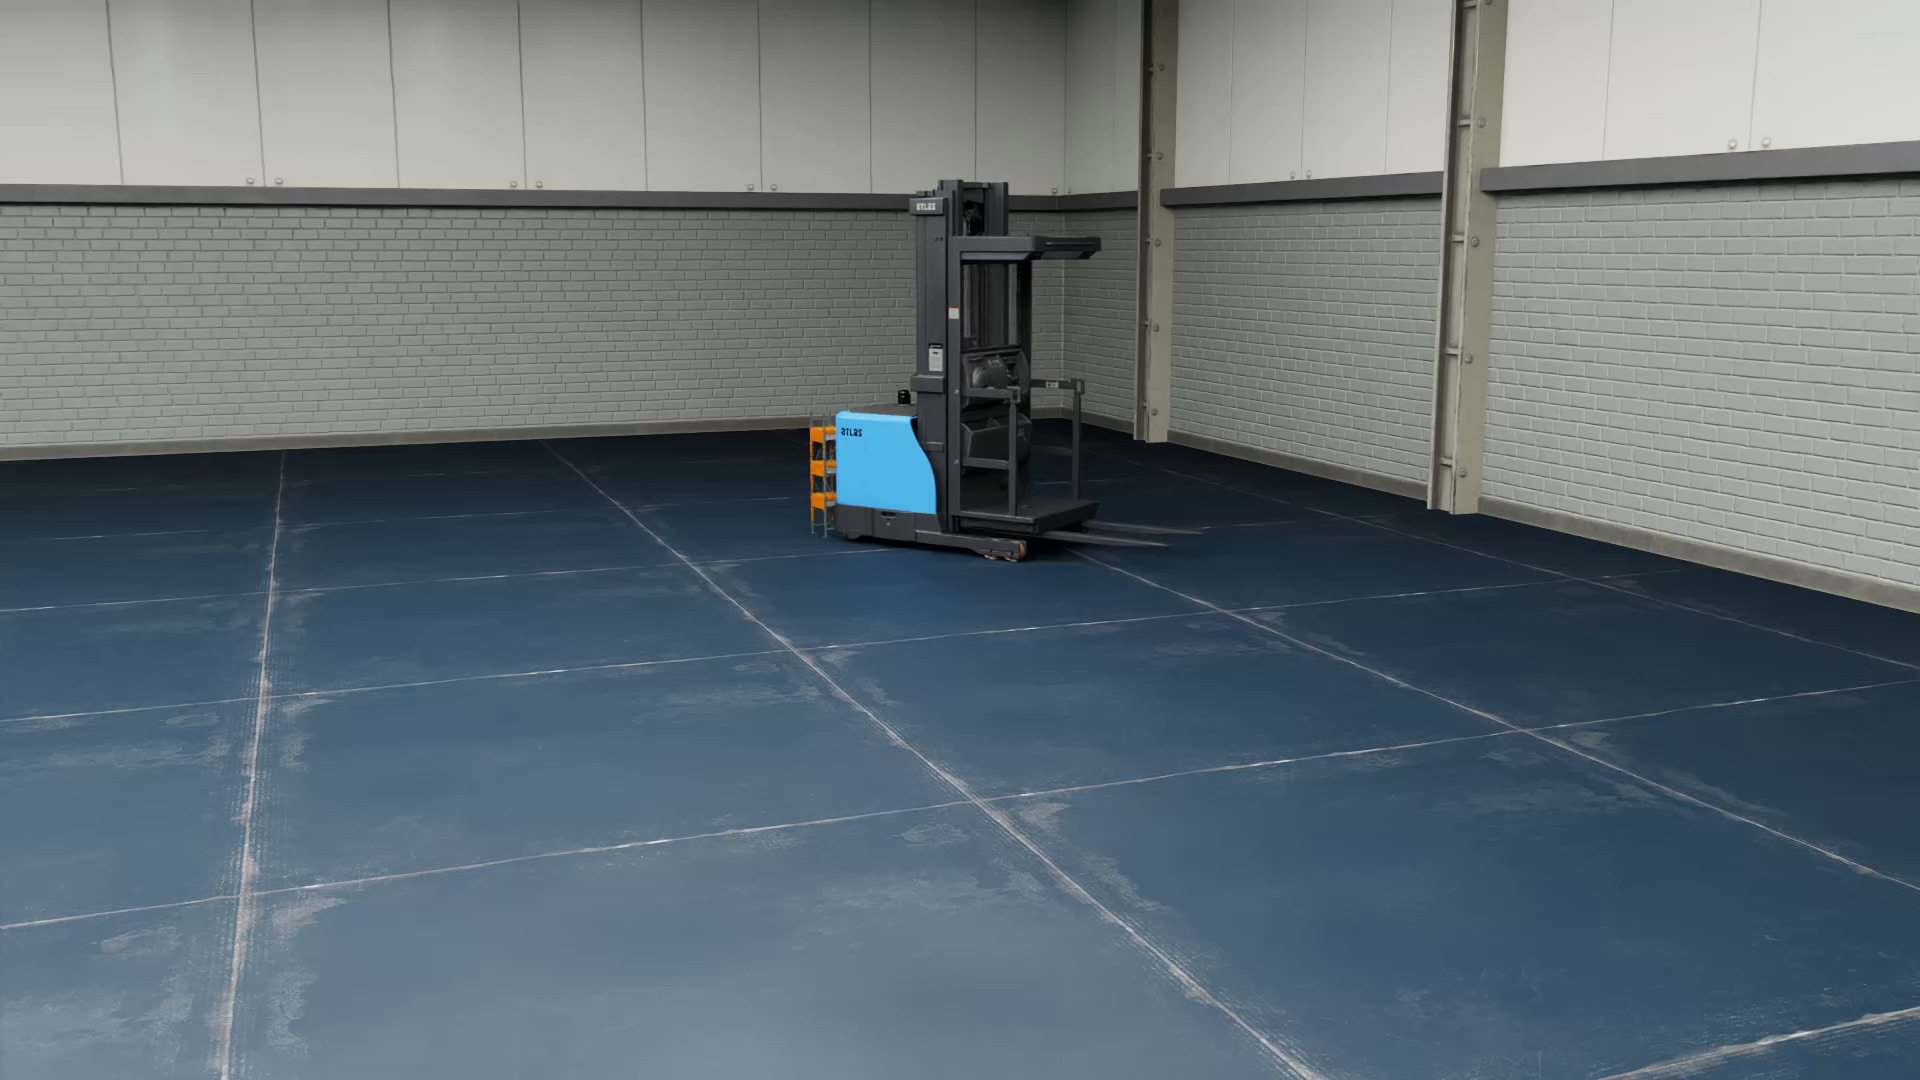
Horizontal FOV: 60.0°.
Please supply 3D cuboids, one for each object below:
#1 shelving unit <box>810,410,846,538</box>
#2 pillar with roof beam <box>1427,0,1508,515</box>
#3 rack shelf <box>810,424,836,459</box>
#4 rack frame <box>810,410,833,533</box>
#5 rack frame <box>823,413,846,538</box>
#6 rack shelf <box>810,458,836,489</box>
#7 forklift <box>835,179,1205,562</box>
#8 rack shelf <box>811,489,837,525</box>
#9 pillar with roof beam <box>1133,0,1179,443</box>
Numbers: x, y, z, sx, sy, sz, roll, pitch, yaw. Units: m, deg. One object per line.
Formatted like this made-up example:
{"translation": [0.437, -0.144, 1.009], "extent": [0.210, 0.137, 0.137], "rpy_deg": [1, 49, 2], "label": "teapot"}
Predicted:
{"translation": [-1.119, -0.564, 14.093], "extent": [0.215, 1.050, 0.252], "rpy_deg": [-6, 12, -32], "label": "shelving unit"}
{"translation": [0.574, -4.431, 13.137], "extent": [9.100, 9.000, 0.400], "rpy_deg": [-4, 11, -21], "label": "pillar with roof beam"}
{"translation": [-1.119, -0.833, 14.045], "extent": [0.215, 0.259, 0.240], "rpy_deg": [-6, 12, -32], "label": "rack shelf"}
{"translation": [-1.184, -0.582, 14.194], "extent": [0.200, 1.050, 0.008], "rpy_deg": [-6, 12, -32], "label": "rack frame"}
{"translation": [-1.054, -0.546, 13.991], "extent": [0.200, 1.050, 0.008], "rpy_deg": [-6, 12, -32], "label": "rack frame"}
{"translation": [-1.119, -0.554, 14.095], "extent": [0.215, 0.259, 0.240], "rpy_deg": [-6, 12, -32], "label": "rack shelf"}
{"translation": [0.464, -1.375, 13.282], "extent": [3.031, 2.935, 1.130], "rpy_deg": [7, 12, 33], "label": "forklift"}
{"translation": [-1.119, -0.280, 14.143], "extent": [0.215, 0.259, 0.240], "rpy_deg": [-6, 12, -32], "label": "rack shelf"}
{"translation": [-1.600, -5.411, 18.643], "extent": [9.100, 9.000, 0.400], "rpy_deg": [-4, 11, -21], "label": "pillar with roof beam"}
